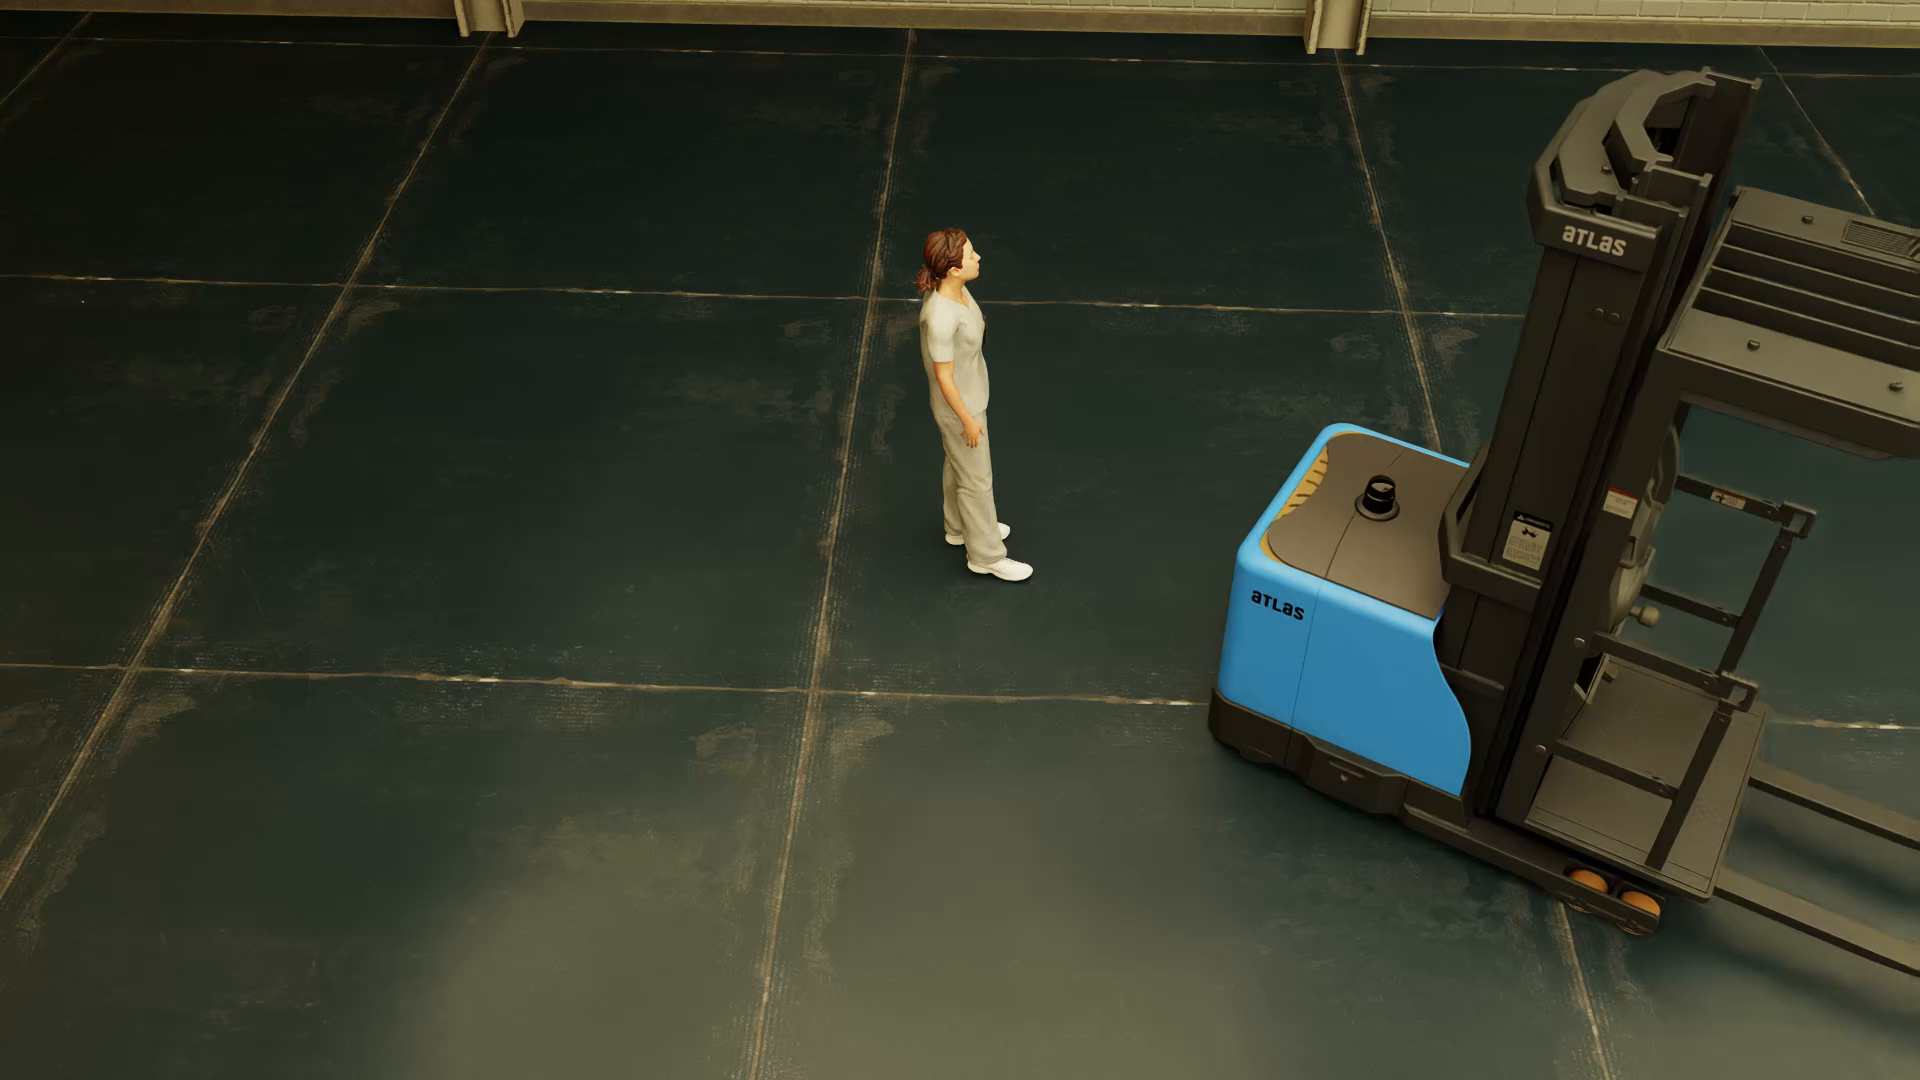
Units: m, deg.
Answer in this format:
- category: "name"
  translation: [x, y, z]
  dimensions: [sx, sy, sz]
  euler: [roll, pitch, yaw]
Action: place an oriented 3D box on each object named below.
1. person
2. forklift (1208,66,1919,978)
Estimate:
- category: "person"
  translation: [0.073, -0.613, 7.334]
  dimensions: [0.549, 1.675, 0.549]
  euler: [2, 42, 2]
- category: "forklift"
  translation: [2.565, -0.005, 5.748]
  dimensions: [3.031, 2.935, 1.130]
  euler: [22, 47, 22]
